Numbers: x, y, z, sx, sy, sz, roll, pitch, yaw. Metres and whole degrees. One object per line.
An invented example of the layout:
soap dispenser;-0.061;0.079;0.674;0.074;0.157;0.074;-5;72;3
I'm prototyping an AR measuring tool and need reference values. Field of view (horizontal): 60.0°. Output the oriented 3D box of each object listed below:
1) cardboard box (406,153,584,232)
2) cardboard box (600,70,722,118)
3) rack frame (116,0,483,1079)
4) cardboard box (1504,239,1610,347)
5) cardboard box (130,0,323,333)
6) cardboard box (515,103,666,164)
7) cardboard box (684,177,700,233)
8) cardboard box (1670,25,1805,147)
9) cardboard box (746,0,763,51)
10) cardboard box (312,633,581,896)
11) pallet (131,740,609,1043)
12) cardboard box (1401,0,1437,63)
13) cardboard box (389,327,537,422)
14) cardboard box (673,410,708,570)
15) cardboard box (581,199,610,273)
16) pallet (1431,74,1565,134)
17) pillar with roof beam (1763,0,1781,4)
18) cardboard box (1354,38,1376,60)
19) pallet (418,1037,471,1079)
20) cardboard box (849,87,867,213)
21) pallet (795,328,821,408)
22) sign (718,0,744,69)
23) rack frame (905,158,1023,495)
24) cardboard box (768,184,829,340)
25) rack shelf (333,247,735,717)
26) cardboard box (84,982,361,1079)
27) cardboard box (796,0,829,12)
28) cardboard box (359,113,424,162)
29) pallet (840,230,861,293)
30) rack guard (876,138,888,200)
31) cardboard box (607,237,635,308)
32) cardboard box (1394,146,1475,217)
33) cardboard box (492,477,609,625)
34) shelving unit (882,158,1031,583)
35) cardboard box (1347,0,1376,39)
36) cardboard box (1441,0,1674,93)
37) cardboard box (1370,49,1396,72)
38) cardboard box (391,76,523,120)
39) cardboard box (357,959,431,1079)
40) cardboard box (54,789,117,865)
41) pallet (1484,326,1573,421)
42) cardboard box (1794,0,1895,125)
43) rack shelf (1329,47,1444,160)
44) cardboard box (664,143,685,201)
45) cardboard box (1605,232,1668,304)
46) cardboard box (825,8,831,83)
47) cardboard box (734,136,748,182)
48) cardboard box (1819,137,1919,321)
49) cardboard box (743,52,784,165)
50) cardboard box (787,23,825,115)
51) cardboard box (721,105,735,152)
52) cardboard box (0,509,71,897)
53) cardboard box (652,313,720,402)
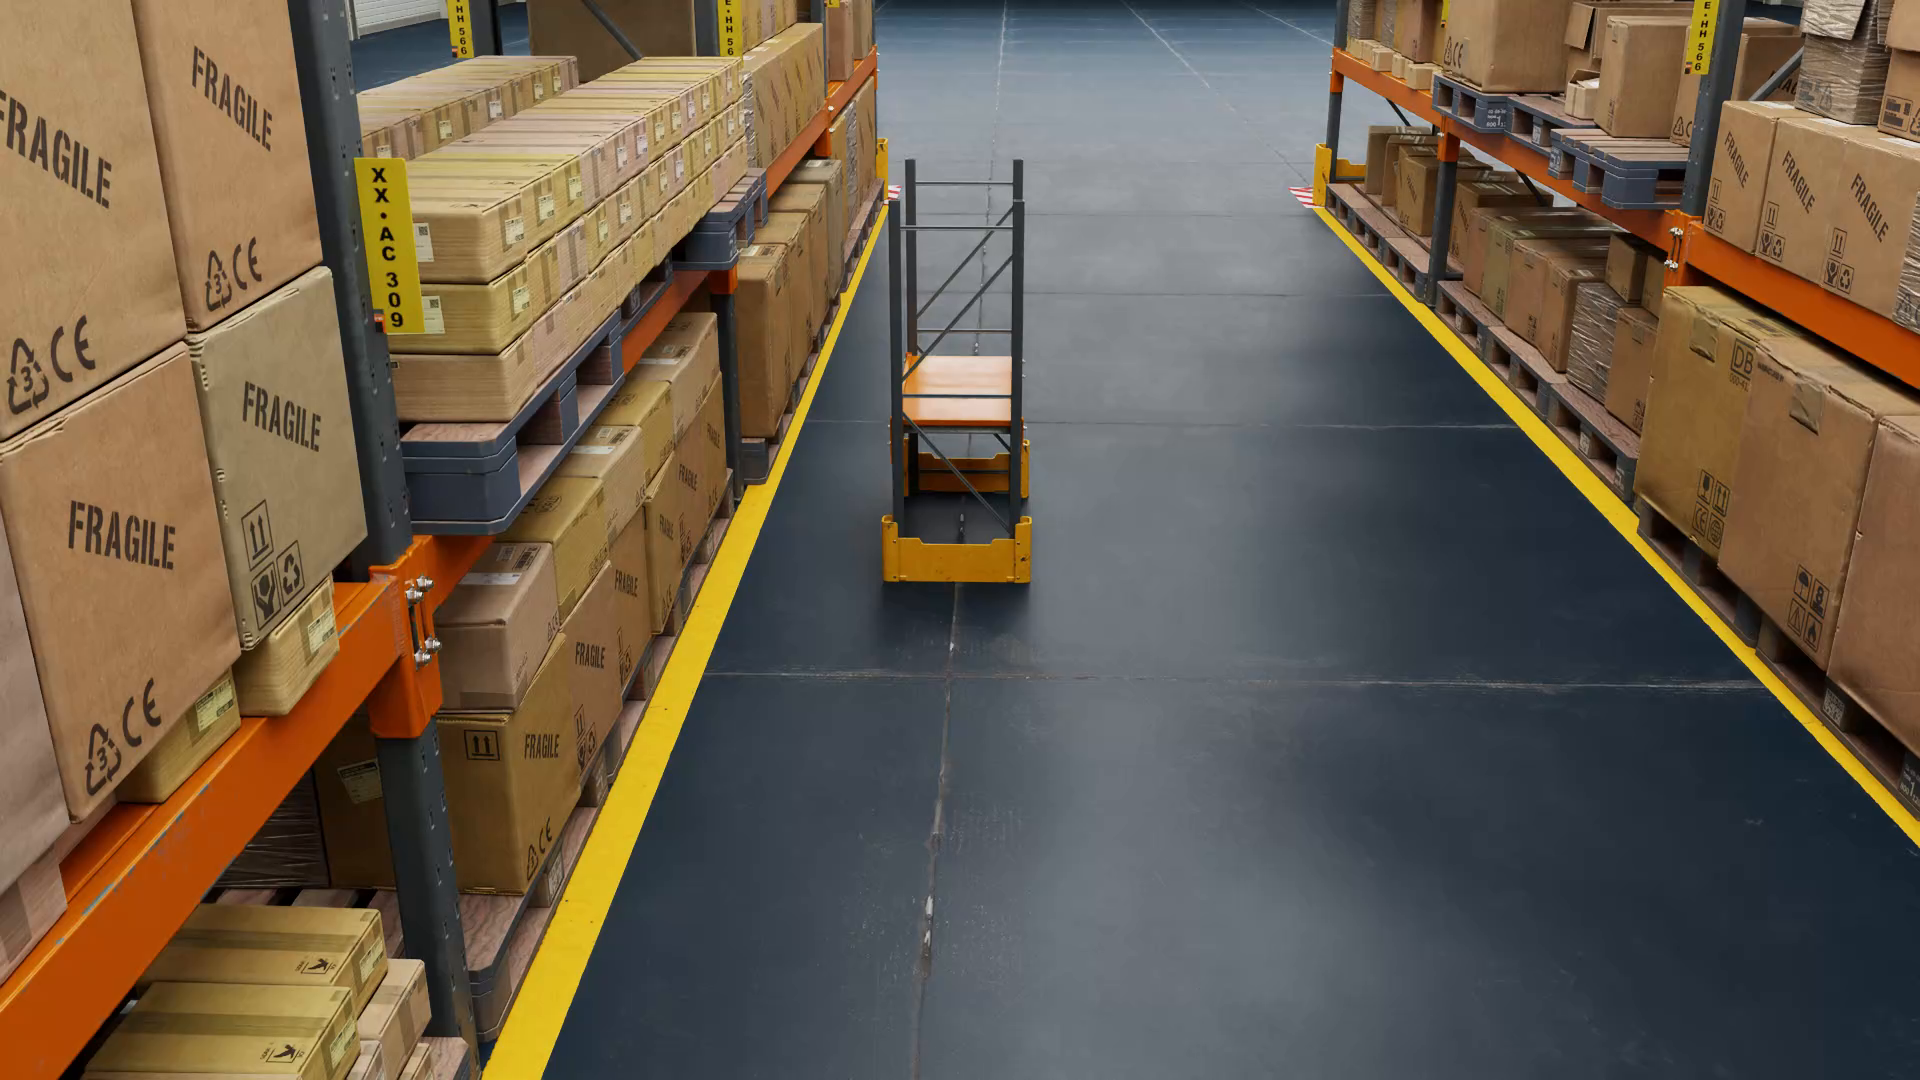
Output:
cardboard box;-1.119;-0.830;3.966;0.380;0.149;0.250;1;21;2
cardboard box;-1.056;-1.578;5.892;0.380;0.149;0.250;1;21;3
rack frame;-1.603;-0.143;3.251;1.000;3.000;0.127;1;21;2
cardboard box;3.504;-1.388;9.307;0.700;0.500;0.500;-1;21;-3
cardboard box;-1.347;-0.622;2.553;0.500;0.500;0.500;0;21;0
cardboard box;-1.089;-1.202;4.923;0.380;0.149;0.250;1;21;3
cardboard box;-1.072;-1.114;5.521;0.380;0.149;0.250;0;21;-1
cardboard box;3.449;-1.936;7.154;0.500;0.500;0.500;-2;21;-5
cardboard box;-1.415;-2.818;8.623;0.700;0.500;0.500;0;21;1
cardboard box;-1.316;0.562;4.308;0.500;0.500;0.500;1;21;4
pallet;-1.581;0.875;4.481;1.003;0.211;1.213;1;21;2
cardboard box;3.635;-3.654;11.750;0.875;0.500;0.500;1;21;2
cardboard box;-1.132;-0.359;3.575;0.380;0.149;0.250;0;21;-1
cardboard box;-1.260;-0.191;6.250;0.500;0.500;0.500;1;21;4
cardboard box;-1.111;-0.779;4.245;0.380;0.149;0.250;0;21;-1
pallet;3.426;-2.580;9.798;1.003;0.211;1.213;1;21;2
pillar with roof beam;16.022;-17.656;40.093;9.100;9.000;0.400;1;21;2
cardboard box;3.420;-3.993;13.520;0.380;0.149;0.250;1;21;2
pallet;-1.588;1.400;3.129;1.003;0.211;1.213;1;21;2
cardboard box;-1.218;-3.123;13.288;0.875;0.875;0.875;0;21;1
pallet;-1.343;-1.014;9.349;1.003;0.211;1.213;1;21;2
sign;-0.939;-2.090;6.777;0.100;0.325;0.005;1;21;2
rack frame;0.018;-0.914;7.311;0.500;1.500;0.032;1;21;2
cardboard box;-1.322;-1.608;9.557;1.050;0.750;0.750;1;21;2
rack shelf;-1.543;-0.531;5.245;1.077;0.370;4.000;1;21;2
cardboard box;-1.322;0.937;3.005;0.380;0.149;0.250;1;21;2
cardboard box;-1.314;-3.742;10.826;0.875;0.550;0.550;1;21;2
cardboard box;-1.746;-1.118;4.707;0.380;0.149;0.250;0;21;-1
pallet;-1.259;-2.010;11.917;1.003;0.211;1.213;1;21;2
rack guard;-1.238;-3.325;14.908;1.175;0.500;0.348;1;21;2
cardboard box;-1.102;-0.733;4.537;0.380;0.149;0.250;0;21;-1
cardboard box;3.659;-2.753;12.852;0.500;0.500;0.500;3;21;7
cardboard box;-1.303;0.020;4.669;0.500;0.250;0.500;1;21;3
shelving unit;0.002;-0.727;6.829;0.587;1.500;1.083;1;21;2
cardboard box;3.672;-4.377;13.615;0.875;0.500;0.500;1;21;2
cardboard box;3.430;-3.134;9.550;1.000;1.000;1.000;1;21;2
cardboard box;3.327;-3.632;12.590;0.380;0.149;0.250;1;21;2
cardboard box;-1.715;-1.499;5.689;0.380;0.149;0.250;0;21;-1
cardboard box;-1.295;0.969;3.334;0.380;0.149;0.250;1;21;3
cardboard box;-1.421;0.363;2.295;0.380;0.149;0.250;0;21;0
pallet;3.538;-0.921;9.110;1.003;0.211;1.213;1;21;2
cardboard box;3.434;-1.748;5.863;0.797;0.503;0.637;1;21;3
rack shelf;3.655;-3.332;12.465;1.077;0.370;4.000;1;21;2
cardboard box;-1.079;-1.157;5.219;0.380;0.149;0.250;1;21;3
cardboard box;3.469;-1.322;8.100;0.500;0.250;0.500;3;21;8
cardboard box;-1.367;-3.438;11.536;0.875;0.550;0.550;1;21;2
cardboard box;-1.037;-1.485;6.475;0.380;0.149;0.250;1;21;3
cardboard box;3.161;-1.000;5.322;0.500;0.500;0.500;0;21;1
cardboard box;-1.170;-2.162;8.315;0.500;0.500;0.500;1;21;2
cardboard box;-1.109;-2.891;10.194;0.500;0.500;0.500;1;21;1
cardboard box;-1.048;-1.527;6.172;0.380;0.149;0.250;1;21;4
cardboard box;-1.369;0.217;1.773;0.500;0.500;0.500;1;21;1
cardboard box;-1.240;-0.719;6.574;0.500;0.250;0.500;0;21;0
